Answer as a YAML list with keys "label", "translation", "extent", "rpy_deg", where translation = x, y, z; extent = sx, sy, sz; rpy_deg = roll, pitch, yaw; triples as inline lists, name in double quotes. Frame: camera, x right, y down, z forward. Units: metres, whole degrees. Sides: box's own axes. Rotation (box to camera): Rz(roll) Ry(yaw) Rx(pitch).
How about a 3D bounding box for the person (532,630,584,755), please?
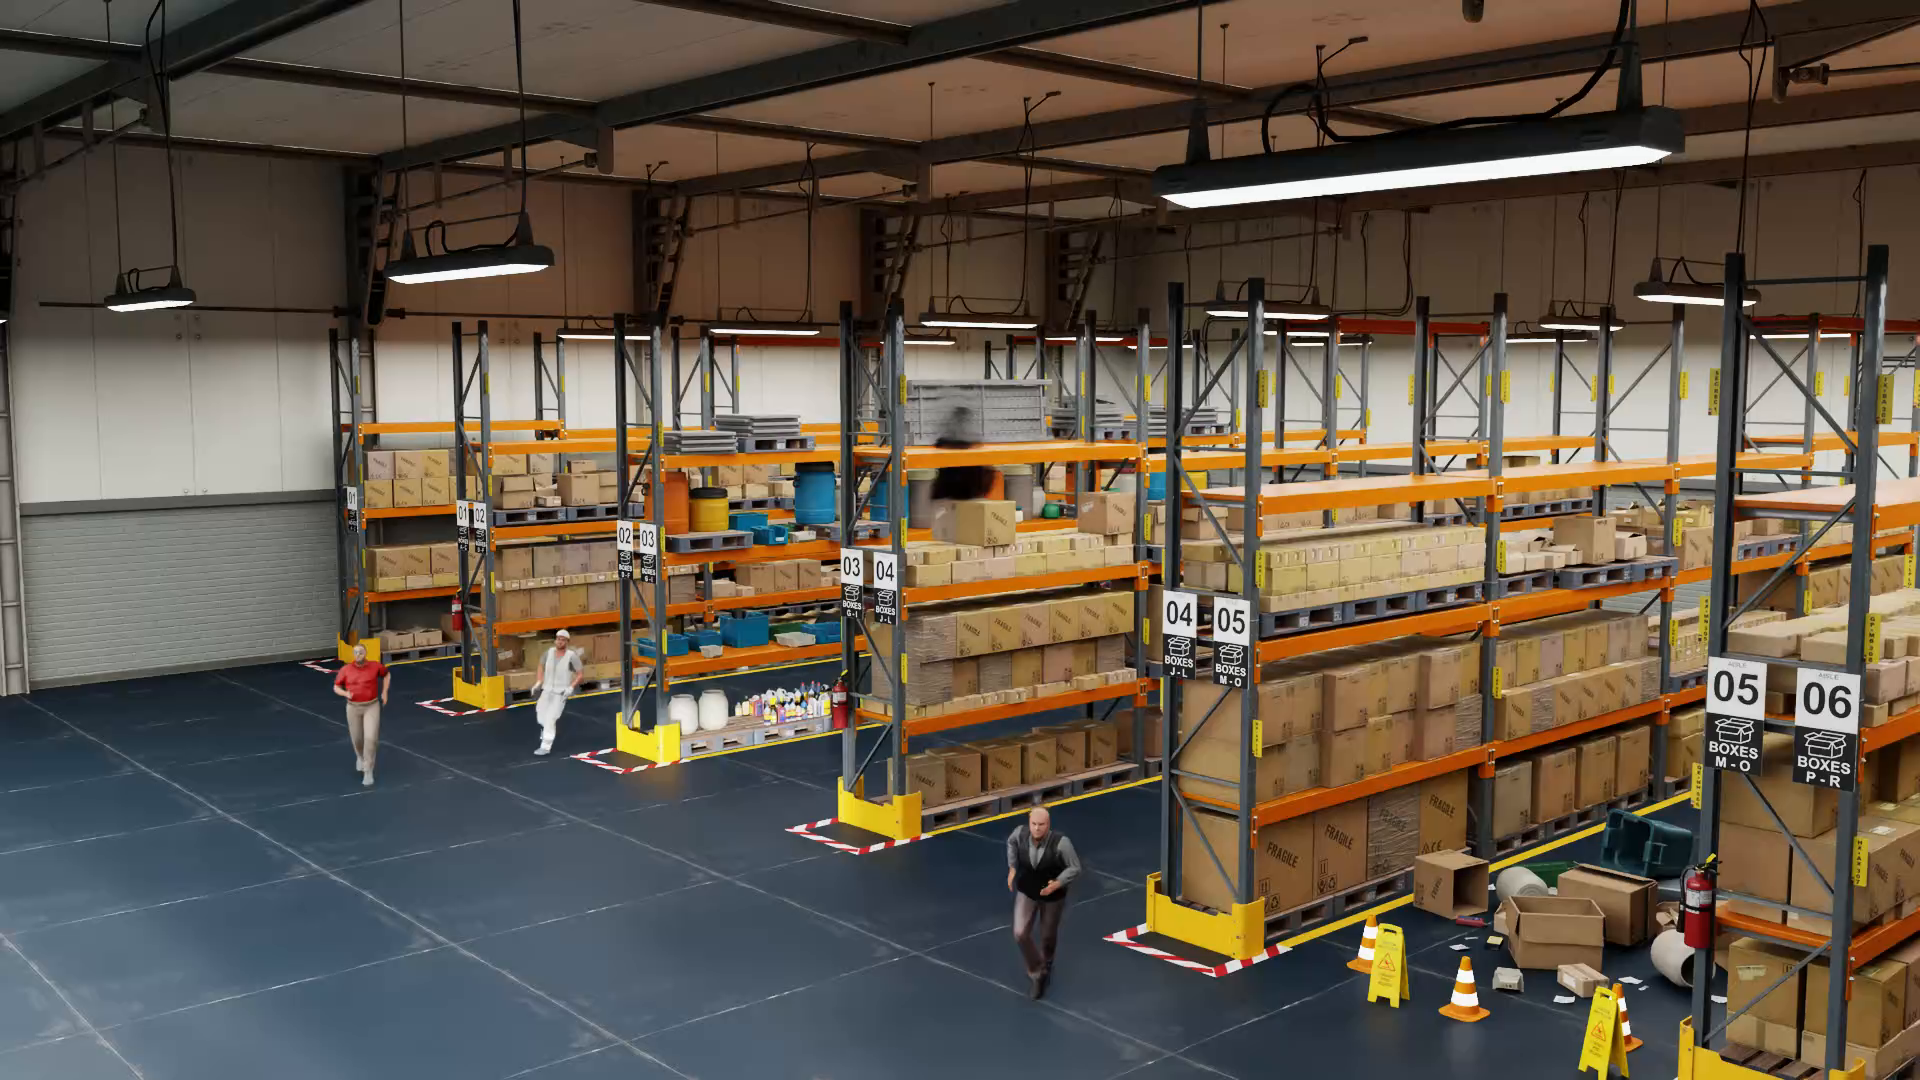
- label: "person"
  translation: [-5.495, 2.073, 22.703]
  extent: [0.711, 1.708, 0.555]
  rpy_deg: [1, 6, 8]

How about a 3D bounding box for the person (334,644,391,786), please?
- label: "person"
  translation: [-7.668, 2.205, 21.334]
  extent: [0.669, 1.767, 0.932]
  rpy_deg: [-1, 6, -13]

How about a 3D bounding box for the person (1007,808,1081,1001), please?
- label: "person"
  translation: [0.715, 2.998, 14.017]
  extent: [0.669, 1.655, 0.943]
  rpy_deg: [1, 6, 13]
